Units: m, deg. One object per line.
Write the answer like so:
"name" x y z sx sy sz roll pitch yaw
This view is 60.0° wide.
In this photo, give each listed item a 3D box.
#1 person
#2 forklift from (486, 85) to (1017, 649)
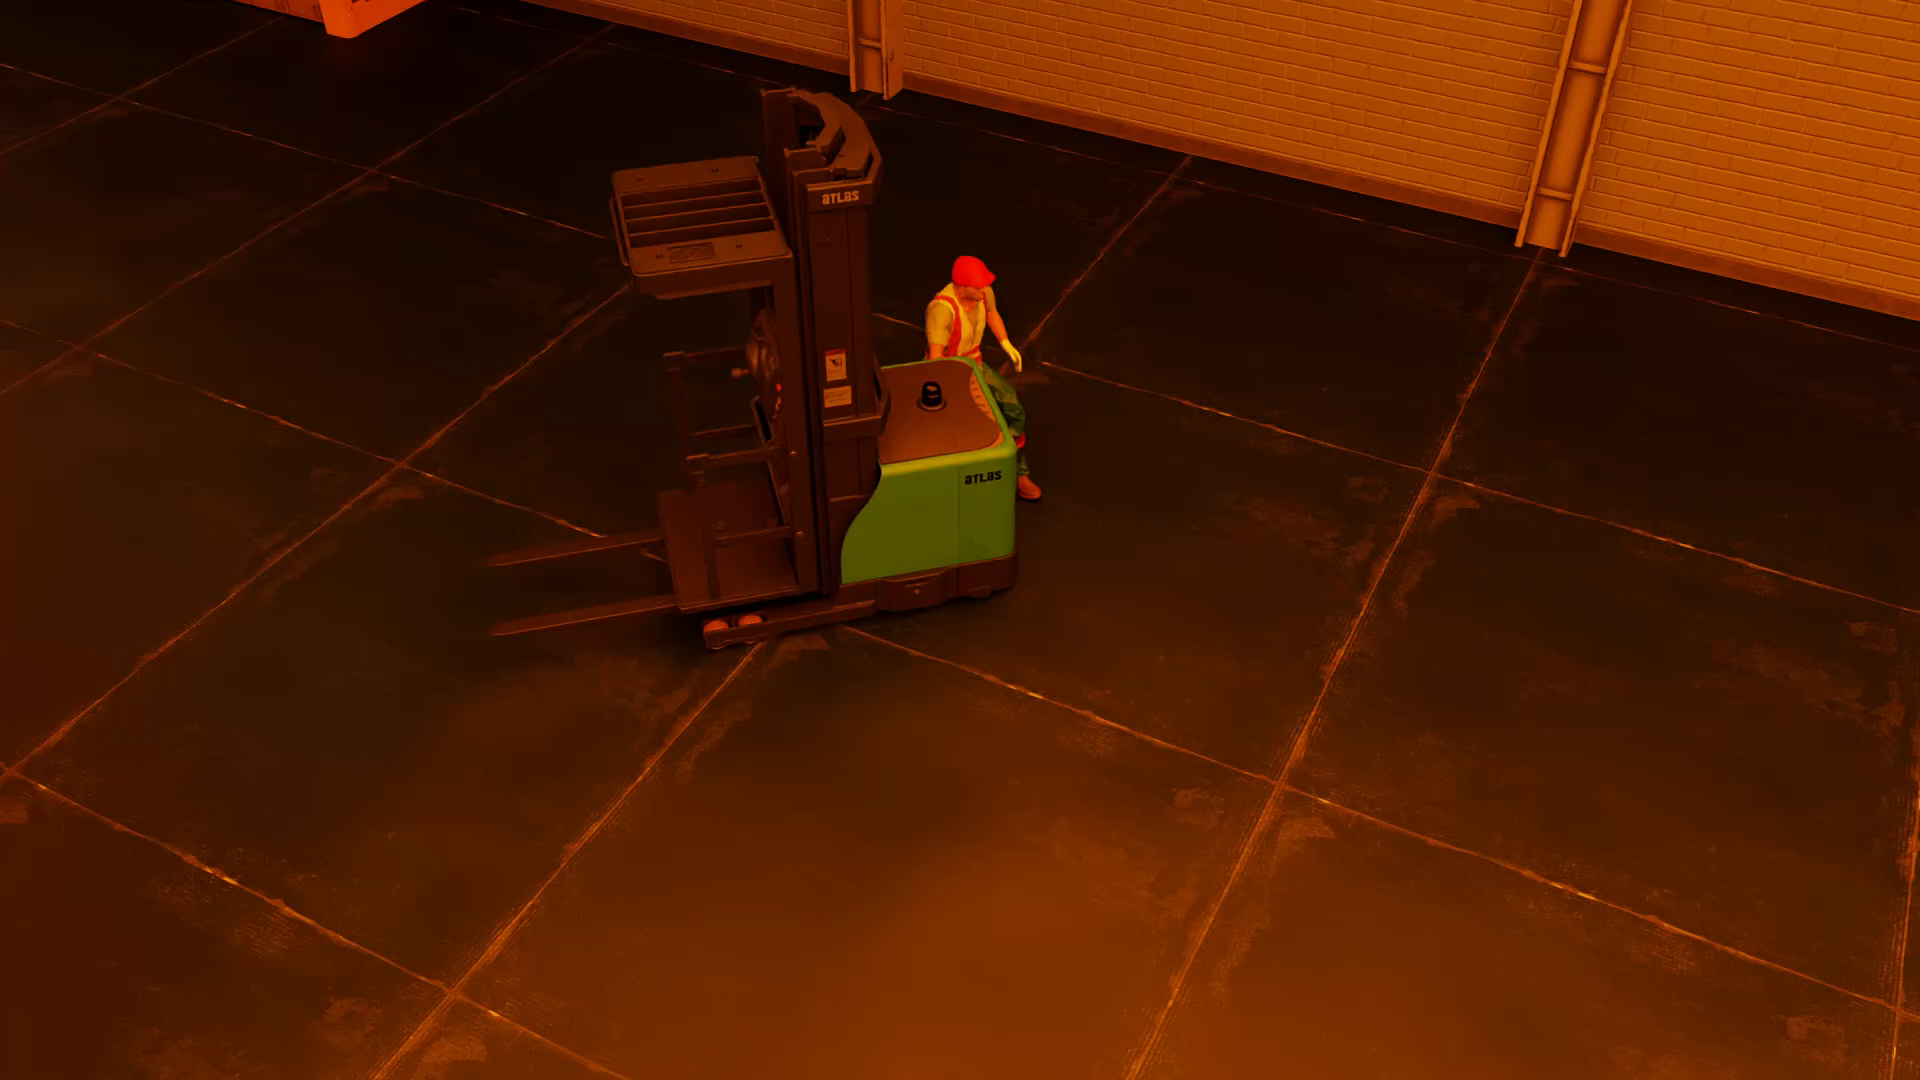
"person" 0.194 -1.017 10.332 0.898 1.566 0.787 24 45 25
"forklift" -1.241 -0.874 9.025 3.031 2.935 1.130 -10 41 -11
